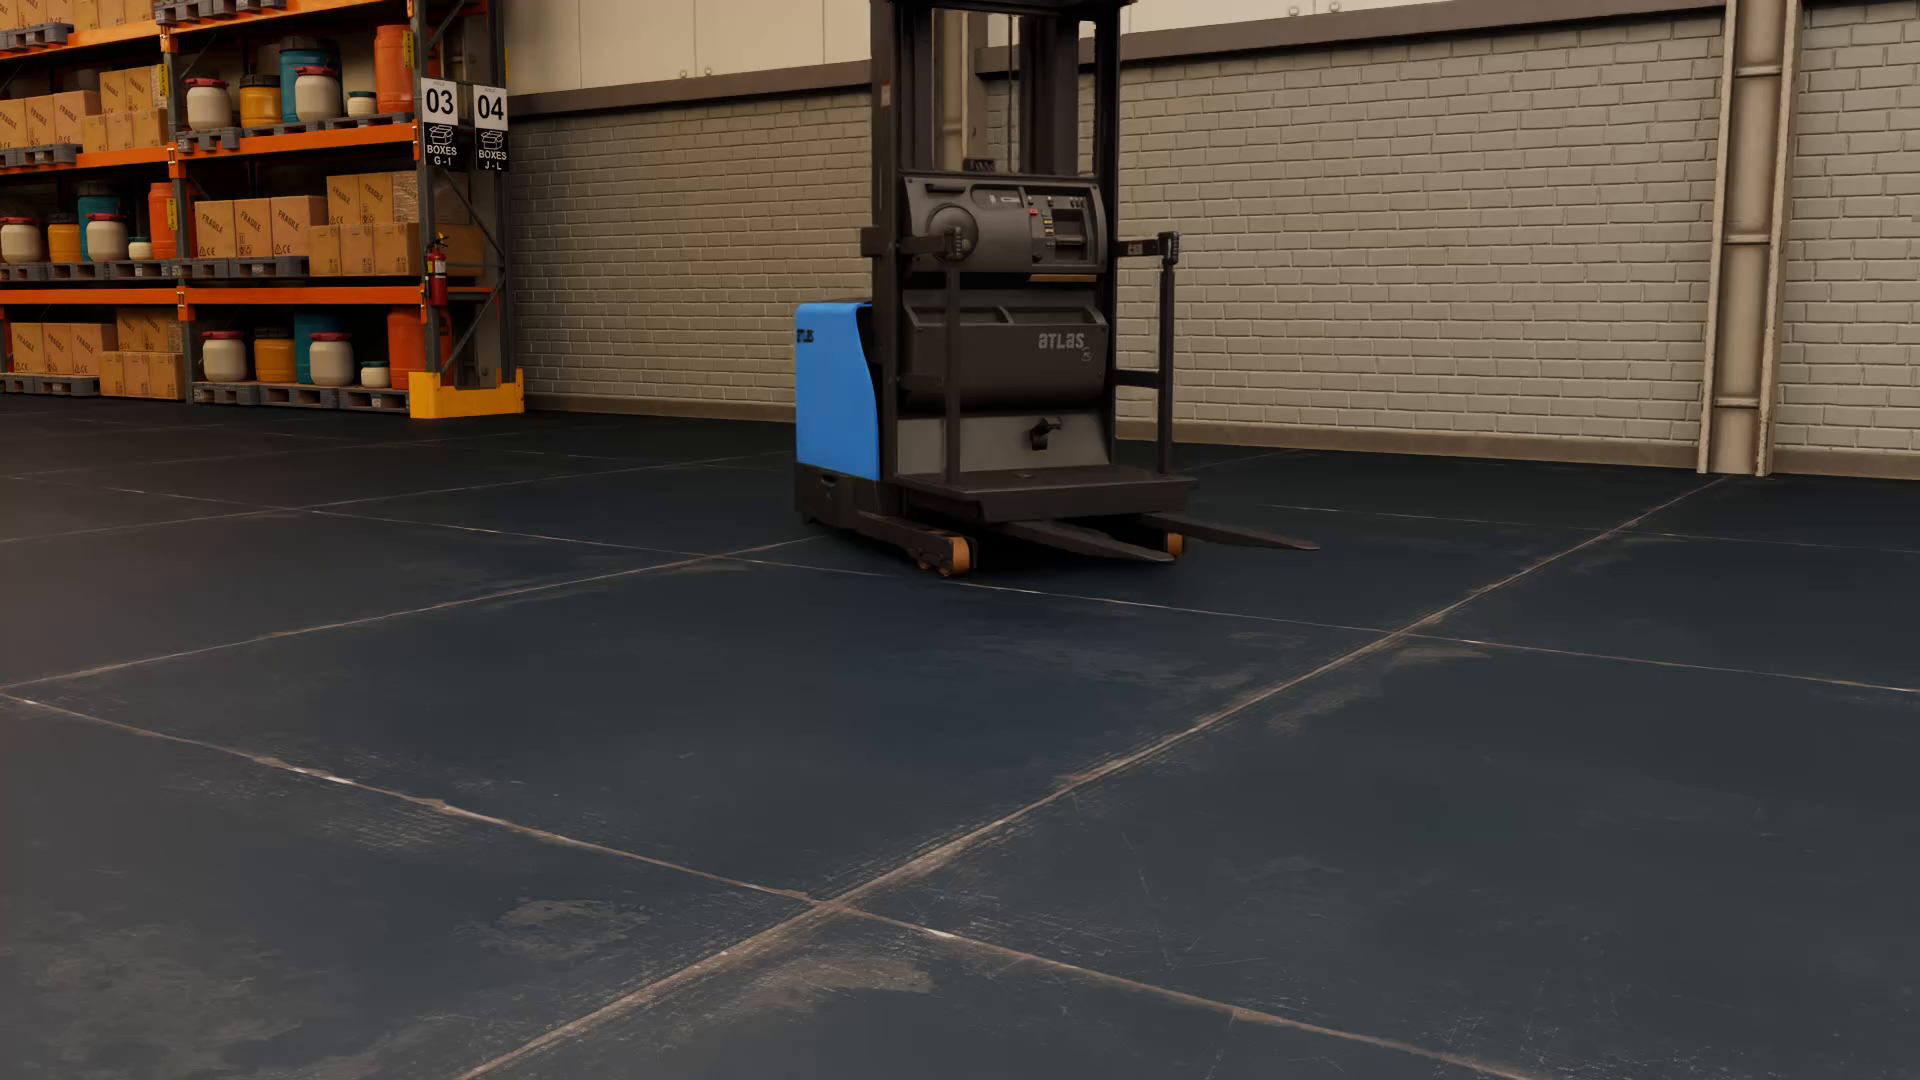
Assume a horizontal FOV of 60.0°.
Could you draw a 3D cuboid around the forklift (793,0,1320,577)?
[{"bbox_3d":[0.296,-1.373,6.849,1.130,2.935,3.031,-4,9,-26],"label":"forklift"}]
